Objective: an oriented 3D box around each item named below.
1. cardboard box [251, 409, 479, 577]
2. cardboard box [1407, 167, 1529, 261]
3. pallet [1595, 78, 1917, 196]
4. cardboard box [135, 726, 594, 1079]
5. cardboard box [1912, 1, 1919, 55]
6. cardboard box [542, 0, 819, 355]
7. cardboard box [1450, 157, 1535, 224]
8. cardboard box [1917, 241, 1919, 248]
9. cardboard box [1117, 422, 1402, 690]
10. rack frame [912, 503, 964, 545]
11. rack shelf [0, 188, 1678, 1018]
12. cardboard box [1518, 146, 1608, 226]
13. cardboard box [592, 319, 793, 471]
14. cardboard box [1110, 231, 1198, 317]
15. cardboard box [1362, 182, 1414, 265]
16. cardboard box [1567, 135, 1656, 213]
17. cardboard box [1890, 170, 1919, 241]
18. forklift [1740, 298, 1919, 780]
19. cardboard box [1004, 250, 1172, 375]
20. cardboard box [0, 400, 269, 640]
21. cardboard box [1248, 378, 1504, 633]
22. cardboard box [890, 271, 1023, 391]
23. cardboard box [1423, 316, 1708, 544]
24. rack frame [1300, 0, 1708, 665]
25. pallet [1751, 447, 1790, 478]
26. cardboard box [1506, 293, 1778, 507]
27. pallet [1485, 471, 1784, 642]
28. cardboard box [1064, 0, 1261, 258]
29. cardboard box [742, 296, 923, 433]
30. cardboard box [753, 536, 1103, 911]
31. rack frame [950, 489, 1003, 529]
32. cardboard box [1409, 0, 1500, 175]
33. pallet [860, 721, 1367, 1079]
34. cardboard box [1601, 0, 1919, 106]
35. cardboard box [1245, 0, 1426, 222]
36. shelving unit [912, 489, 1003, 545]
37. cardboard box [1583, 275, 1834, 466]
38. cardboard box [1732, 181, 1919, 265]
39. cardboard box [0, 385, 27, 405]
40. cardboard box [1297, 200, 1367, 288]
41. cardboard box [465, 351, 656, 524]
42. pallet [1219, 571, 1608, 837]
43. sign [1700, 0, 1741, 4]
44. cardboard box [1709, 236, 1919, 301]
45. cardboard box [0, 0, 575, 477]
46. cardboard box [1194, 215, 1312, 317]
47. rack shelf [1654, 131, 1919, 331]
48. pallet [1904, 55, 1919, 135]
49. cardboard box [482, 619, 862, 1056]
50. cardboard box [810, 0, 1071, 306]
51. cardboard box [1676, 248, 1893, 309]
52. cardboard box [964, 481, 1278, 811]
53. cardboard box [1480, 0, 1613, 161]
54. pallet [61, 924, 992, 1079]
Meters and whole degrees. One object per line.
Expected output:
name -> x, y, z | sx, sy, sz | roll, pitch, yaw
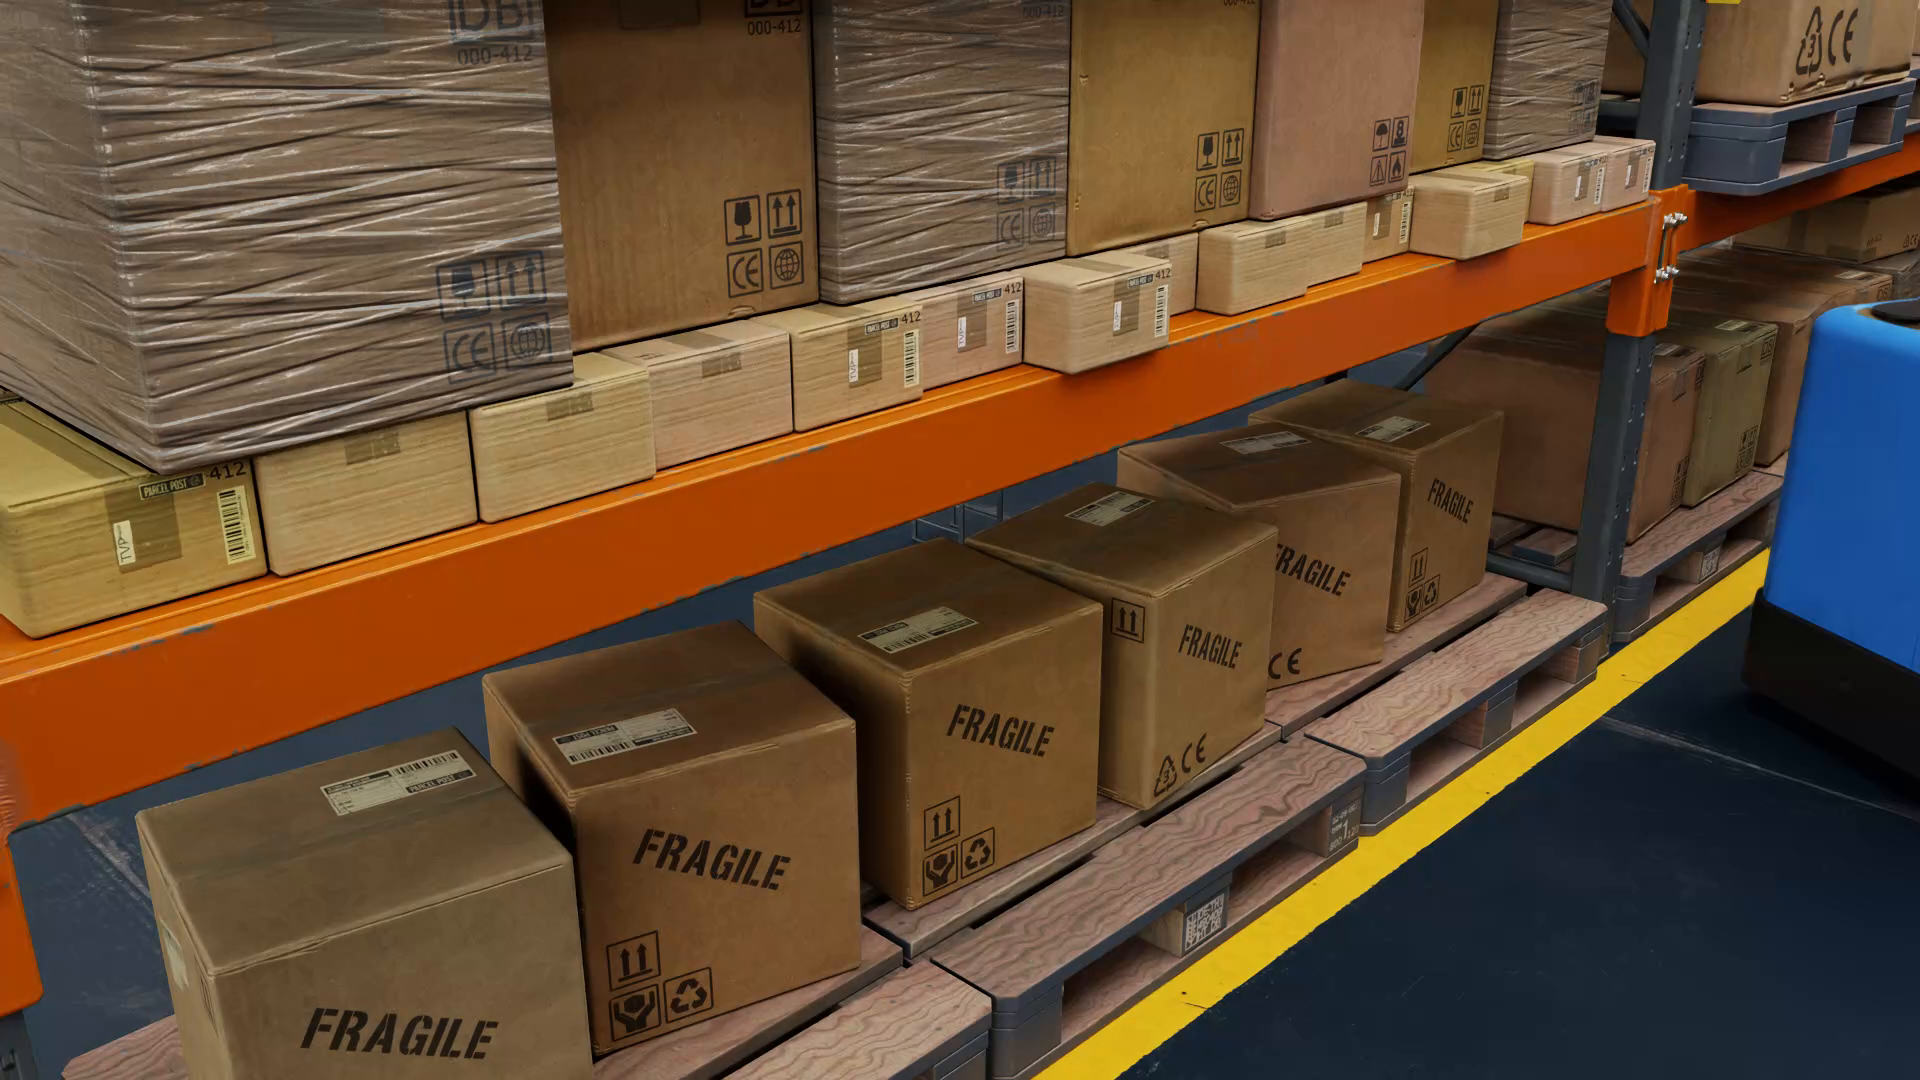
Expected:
cardboard box -> -0.798, -0.104, 2.014 | 0.380, 0.149, 0.250 | 19, 28, 41
cardboard box -> 1.002, -0.727, 3.635 | 0.380, 0.149, 0.250 | 19, 28, 41
pallet -> 2.072, -1.247, 4.905 | 1.003, 0.211, 1.213 | 19, 28, 41
cardboard box -> -0.908, 0.666, 2.559 | 0.500, 0.500, 0.500 | -14, 25, -32
cardboard box -> 3.255, -1.842, 5.787 | 0.396, 0.266, 0.258 | 18, 28, 39
cardboard box -> -0.690, -0.627, 2.470 | 0.875, 0.500, 0.500 | 19, 28, 41
cardboard box -> 1.097, -0.819, 3.875 | 0.380, 0.149, 0.250 | 19, 28, 41
cardboard box -> 3.772, -1.066, 7.038 | 0.700, 0.500, 0.500 | 17, 27, 38
cardboard box -> 0.733, 0.036, 4.198 | 0.500, 0.500, 0.500 | -11, 23, -25
rack frame -> -0.074, -0.533, 5.288 | 0.240, 1.200, 0.006 | 19, 28, 41
rack shelf -> 0.039, -0.326, 3.245 | 1.077, 0.370, 4.000 | 19, 28, 41
cardboard box -> 1.314, -0.868, 4.003 | 0.380, 0.149, 0.250 | 19, 28, 41
cardboard box -> -0.453, -0.234, 2.352 | 0.380, 0.149, 0.250 | 19, 28, 41
cardboard box -> 0.209, -0.503, 3.053 | 0.380, 0.149, 0.250 | 19, 28, 41
cardboard box -> 0.733, -0.696, 3.554 | 0.380, 0.149, 0.250 | 19, 28, 41
cardboard box -> 1.495, -0.930, 4.164 | 0.380, 0.149, 0.250 | 19, 28, 41
cardboard box -> 3.779, -1.413, 6.896 | 0.500, 0.250, 0.500 | -19, 28, -40
forklift -> 3.641, -0.958, 3.982 | 3.031, 2.935, 1.130 | -8, 22, -19
cardboard box -> 0.130, -0.406, 2.799 | 0.380, 0.149, 0.250 | 19, 28, 41
cardboard box -> -0.986, -0.044, 1.859 | 0.380, 0.149, 0.250 | 19, 28, 41
cardboard box -> 1.127, -0.113, 4.586 | 0.500, 0.500, 0.500 | 18, 28, 39
cardboard box -> -0.119, -0.367, 2.700 | 0.380, 0.149, 0.250 | 19, 28, 41
cardboard box -> 1.878, -0.367, 5.220 | 0.700, 0.500, 0.500 | 17, 27, 37
rack frame -> 1.435, -1.176, 4.454 | 1.000, 3.000, 0.127 | 19, 28, 41
pallet -> 2.828, -0.390, 6.296 | 1.003, 0.211, 1.213 | 19, 28, 41
cardboard box -> 2.225, -0.485, 5.527 | 0.700, 0.500, 0.500 | 19, 28, 40
pallet -> 1.977, -0.075, 5.476 | 1.003, 0.211, 1.213 | 19, 28, 41
cardboard box -> 0.047, -0.870, 3.103 | 0.875, 0.500, 0.500 | 19, 28, 41
cardboard box -> -0.274, -0.296, 2.515 | 0.380, 0.149, 0.250 | 19, 28, 41
cardboard box -> -0.065, 0.348, 3.387 | 0.500, 0.500, 0.500 | -17, 27, -37
rack frame -> 0.054, -0.580, 5.411 | 0.240, 1.200, 0.006 | 19, 28, 41
cardboard box -> 0.702, -1.142, 3.811 | 0.875, 0.500, 0.500 | 19, 28, 41
pallet -> 0.140, 0.622, 3.662 | 1.003, 0.211, 1.213 | 19, 28, 41
cardboard box -> 2.089, -1.822, 4.711 | 1.000, 1.000, 1.000 | 19, 28, 41
cardboard box -> 0.426, -0.988, 3.411 | 0.875, 0.500, 0.500 | 19, 28, 41
shelving unit -> -0.010, -0.556, 5.350 | 0.258, 1.200, 0.189 | 19, 28, 41
cardboard box -> 2.615, -0.629, 5.901 | 0.700, 0.500, 0.500 | 16, 26, 36
cardboard box -> 3.416, -1.274, 6.535 | 0.500, 0.250, 0.500 | -16, 26, -36
cardboard box -> -1.305, -0.156, 2.149 | 0.380, 0.149, 0.250 | 19, 28, 41
cardboard box -> 0.588, -0.621, 3.360 | 0.380, 0.149, 0.250 | 19, 28, 41
cardboard box -> -0.613, -0.164, 2.171 | 0.380, 0.149, 0.250 | 19, 28, 41
pallet -> 0.991, 0.307, 4.482 | 1.003, 0.211, 1.213 | 19, 28, 41
sign -> 1.829, -1.447, 3.950 | 0.100, 0.325, 0.005 | 19, 28, 41
cardboard box -> 3.394, -0.920, 6.658 | 0.700, 0.500, 0.500 | 16, 26, 36
cardboard box -> -0.952, -0.468, 2.057 | 0.875, 0.500, 0.500 | 19, 28, 41
cardboard box -> 0.438, -0.548, 3.170 | 0.380, 0.149, 0.250 | 19, 28, 41
rack shelf -> 2.830, -1.355, 5.921 | 1.077, 0.370, 4.000 | 19, 28, 41
pallet -> 2.873, -1.596, 5.813 | 1.003, 0.211, 1.213 | 19, 28, 41
cardboard box -> -0.516, 0.504, 2.981 | 0.500, 0.500, 0.500 | -12, 24, -28
cardboard box -> -0.310, -0.744, 2.776 | 0.875, 0.500, 0.500 | 19, 28, 41
cardboard box -> 3.004, -0.773, 6.275 | 0.500, 0.500, 0.700 | -17, 27, -38
cardboard box -> 0.356, 0.216, 3.731 | 0.500, 0.500, 0.500 | 16, 26, 36
cardboard box -> 1.076, -1.262, 4.122 | 0.875, 0.500, 0.500 | 19, 28, 41
pallet -> -0.711, 0.934, 2.850 | 1.003, 0.211, 1.213 | 19, 28, 41
